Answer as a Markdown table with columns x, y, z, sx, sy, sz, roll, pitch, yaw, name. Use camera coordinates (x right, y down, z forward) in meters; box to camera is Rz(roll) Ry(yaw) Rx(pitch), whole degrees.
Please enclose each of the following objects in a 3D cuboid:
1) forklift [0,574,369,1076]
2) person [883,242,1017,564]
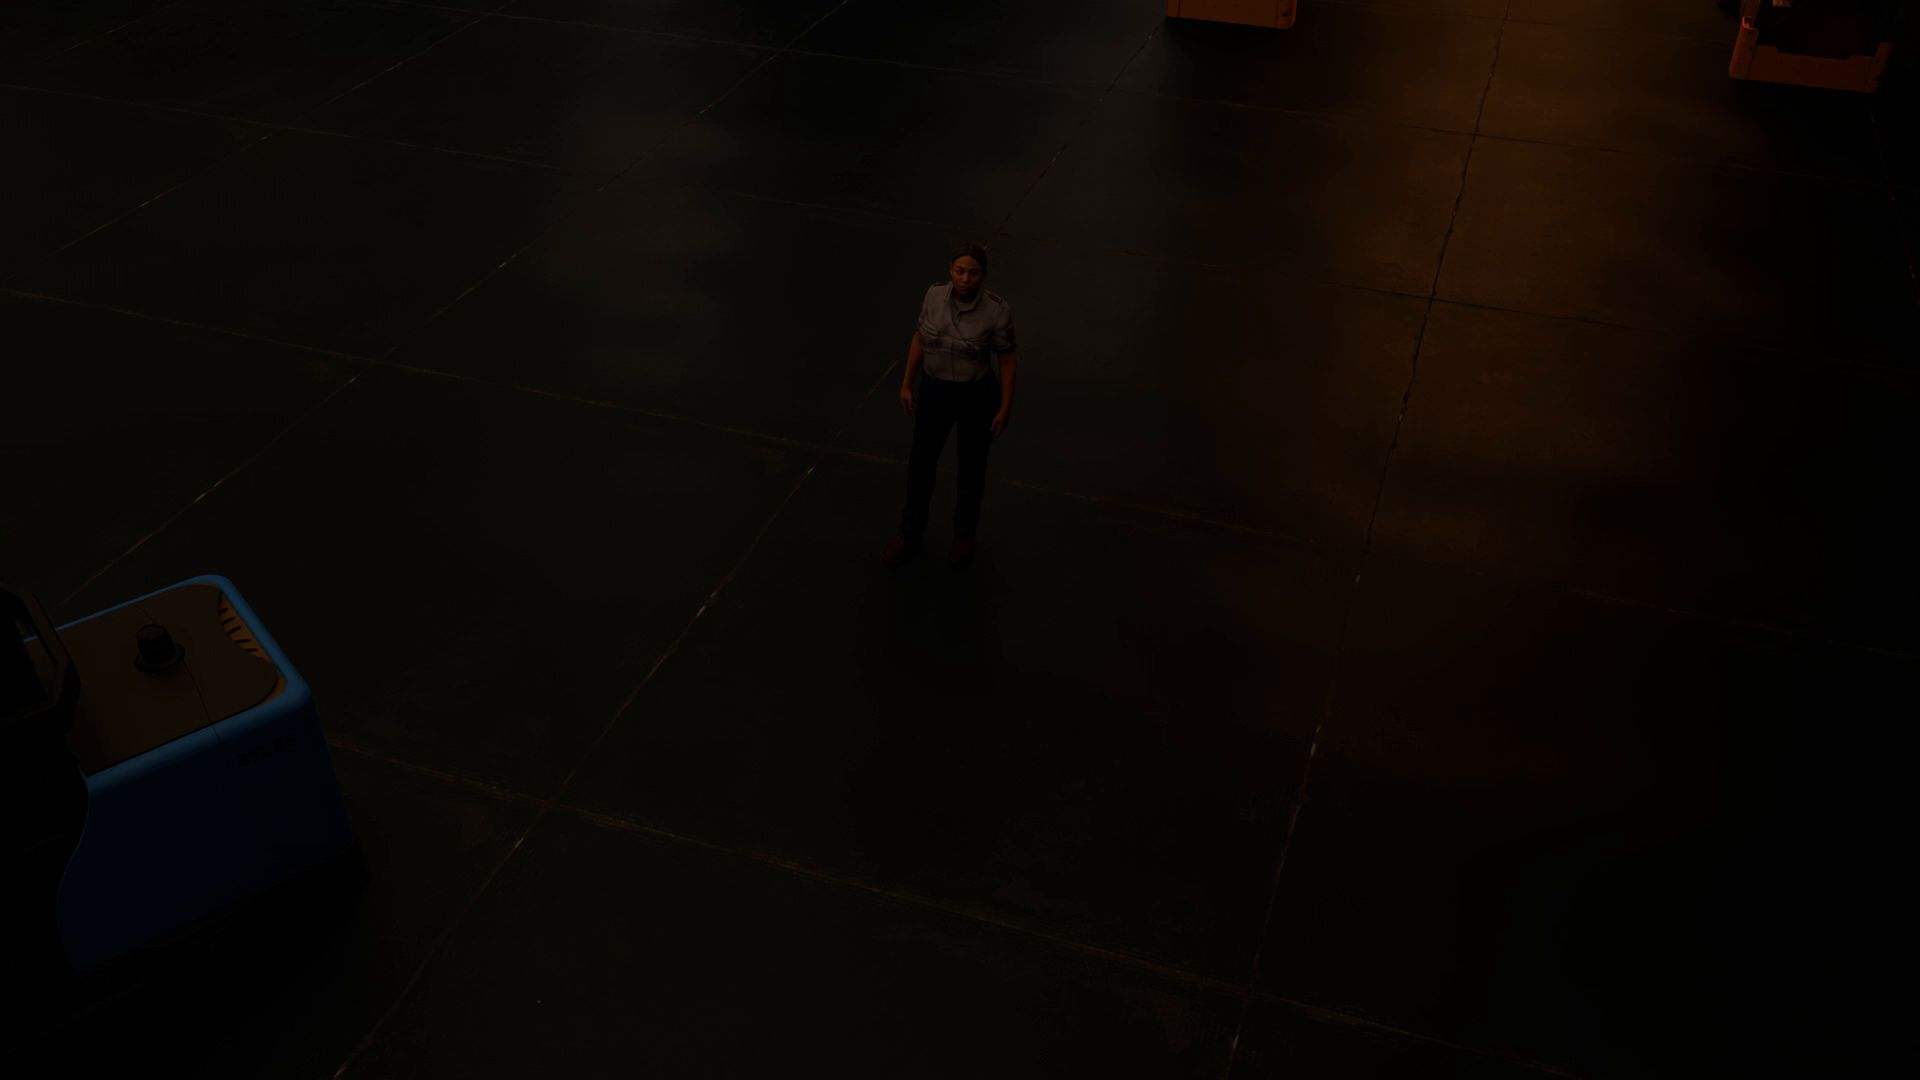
| x | y | z | sx | sy | sz | roll | pitch | yaw | name |
| --- | --- | --- | --- | --- | --- | --- | --- | --- | --- |
| -3.818 | 0.542 | 5.346 | 3.031 | 2.935 | 1.130 | -25 | 42 | -31 | forklift |
| -0.051 | -0.634 | 8.101 | 0.598 | 1.651 | 0.503 | 12 | 37 | 16 | person |
